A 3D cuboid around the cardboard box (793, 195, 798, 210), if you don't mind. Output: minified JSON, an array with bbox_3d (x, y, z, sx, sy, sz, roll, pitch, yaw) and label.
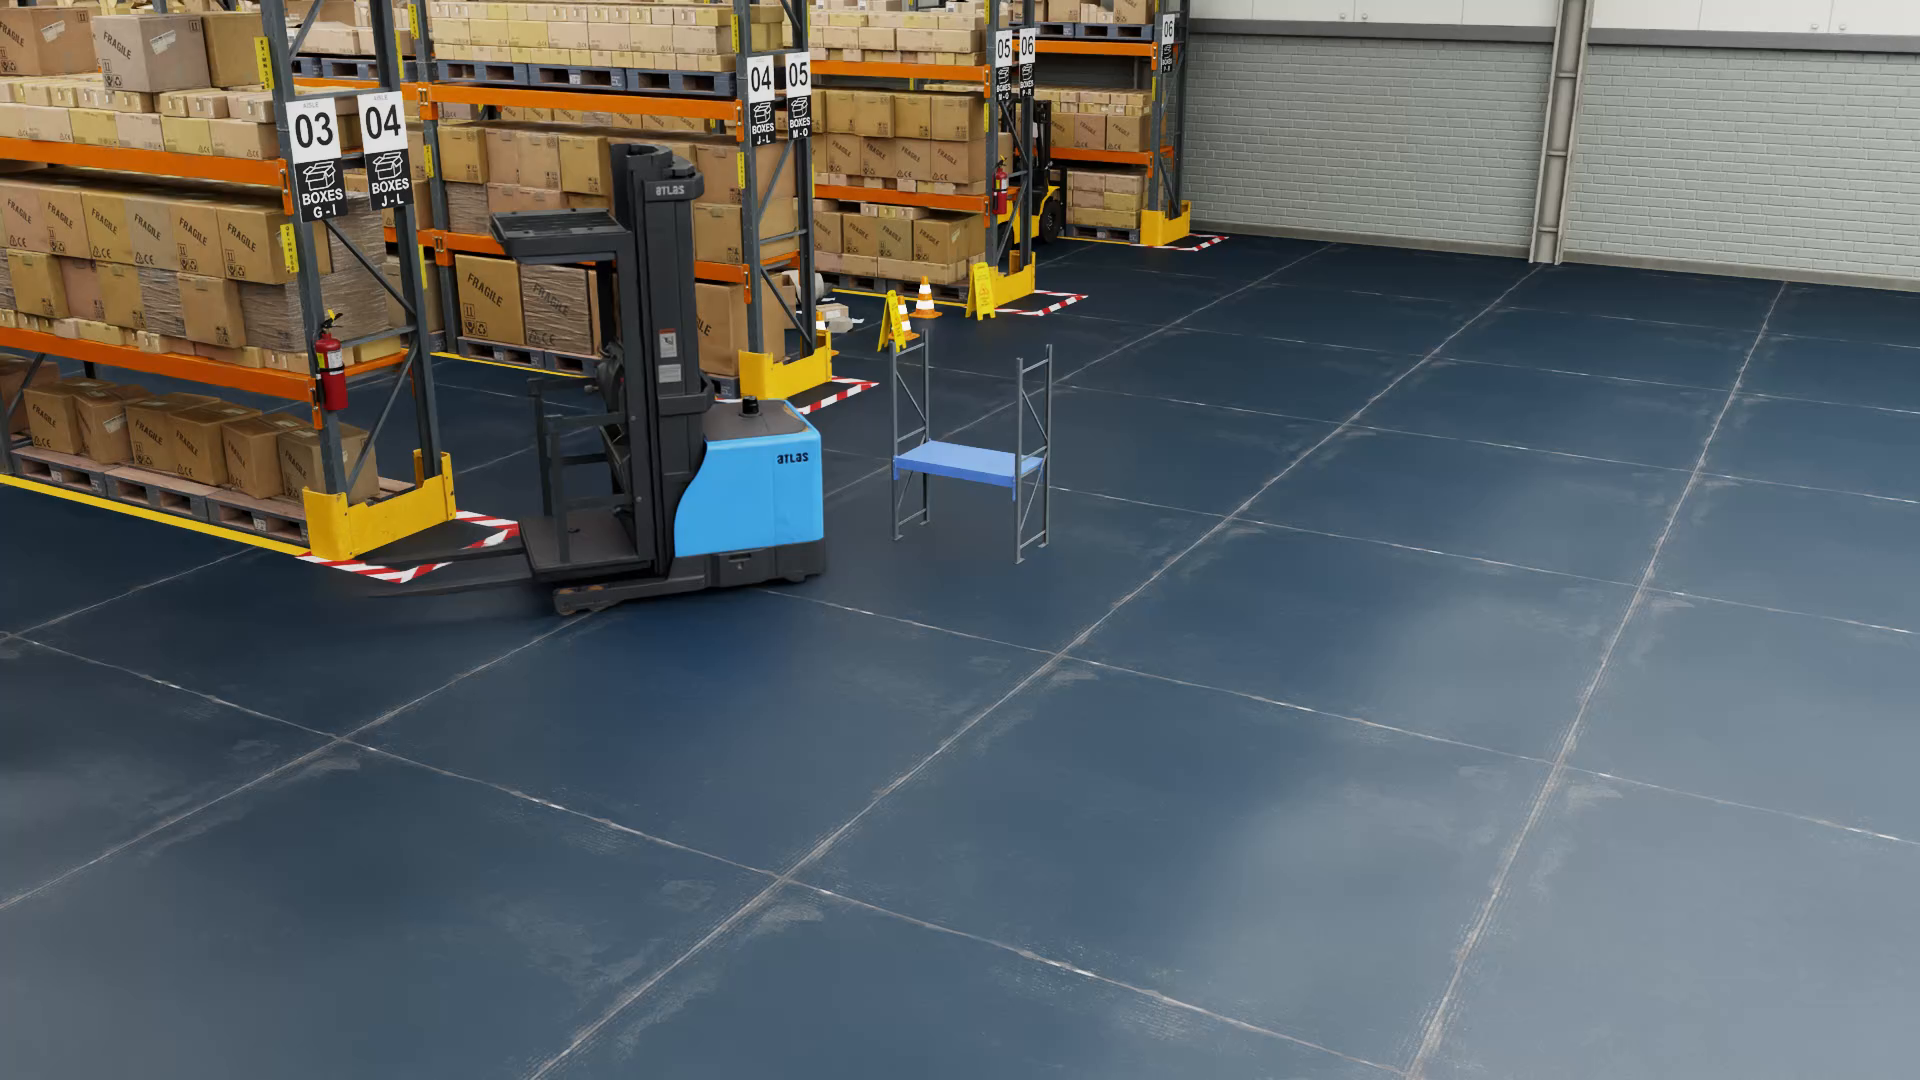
[{"bbox_3d":[-1.984,-4.313,21.221,0.250,0.149,0.380,12,23,29],"label":"cardboard box"}]

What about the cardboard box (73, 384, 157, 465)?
[{"bbox_3d":[-6.896,-0.953,13.644,0.500,0.500,0.500,-17,26,-39],"label":"cardboard box"}]

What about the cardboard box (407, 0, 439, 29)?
[{"bbox_3d":[-7.346,-7.480,23.427,0.500,0.500,0.700,10,22,25],"label":"cardboard box"}]

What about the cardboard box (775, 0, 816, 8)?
[{"bbox_3d":[-2.569,-8.535,26.188,0.500,0.500,0.500,11,23,29],"label":"cardboard box"}]

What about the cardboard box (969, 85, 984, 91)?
[{"bbox_3d":[0.329,-6.752,25.045,0.250,0.149,0.380,11,23,28],"label":"cardboard box"}]

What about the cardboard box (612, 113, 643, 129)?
[{"bbox_3d":[-4.293,-5.615,22.247,0.500,0.500,0.500,12,23,29],"label":"cardboard box"}]

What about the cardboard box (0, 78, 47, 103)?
[{"bbox_3d":[-7.103,-3.408,12.598,0.250,0.149,0.380,11,23,28],"label":"cardboard box"}]

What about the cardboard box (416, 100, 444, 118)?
[{"bbox_3d":[-7.419,-6.326,23.792,0.500,0.500,0.500,11,23,28],"label":"cardboard box"}]

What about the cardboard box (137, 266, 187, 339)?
[{"bbox_3d":[-5.615,-1.867,12.530,0.500,0.500,0.875,11,23,27],"label":"cardboard box"}]

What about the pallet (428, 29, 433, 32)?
[{"bbox_3d":[-6.977,-7.130,23.501,1.003,0.211,1.213,12,23,30],"label":"pallet"}]

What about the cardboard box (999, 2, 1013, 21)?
[{"bbox_3d":[0.669,-7.785,24.463,0.258,0.266,0.396,10,22,26],"label":"cardboard box"}]

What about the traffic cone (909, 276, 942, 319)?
[{"bbox_3d":[-0.409,-2.882,19.632,0.334,0.463,0.336,11,23,27],"label":"traffic cone"}]

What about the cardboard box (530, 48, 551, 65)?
[{"bbox_3d":[-3.958,-4.726,16.201,0.250,0.149,0.380,11,23,27],"label":"cardboard box"}]

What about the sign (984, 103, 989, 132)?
[{"bbox_3d":[0.307,-4.918,19.364,0.005,0.325,0.100,11,23,27],"label":"sign"}]

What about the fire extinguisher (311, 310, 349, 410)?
[{"bbox_3d":[-4.362,-1.245,11.511,0.183,0.674,0.296,11,23,27],"label":"fire extinguisher"}]

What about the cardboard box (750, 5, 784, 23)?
[{"bbox_3d":[-1.866,-4.958,15.673,0.250,0.149,0.380,11,23,28],"label":"cardboard box"}]

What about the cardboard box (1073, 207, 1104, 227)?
[{"bbox_3d":[2.019,-4.840,24.726,0.500,0.250,0.500,11,23,27],"label":"cardboard box"}]

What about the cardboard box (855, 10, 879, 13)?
[{"bbox_3d":[-1.113,-6.502,20.692,0.250,0.149,0.380,11,23,28],"label":"cardboard box"}]

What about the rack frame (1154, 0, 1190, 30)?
[{"bbox_3d":[3.013,-8.686,23.114,0.127,3.000,1.000,11,23,27],"label":"rack frame"}]

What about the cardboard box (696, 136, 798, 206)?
[{"bbox_3d":[-2.035,-3.548,15.945,0.550,0.550,0.875,11,23,27],"label":"cardboard box"}]

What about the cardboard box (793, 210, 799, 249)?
[{"bbox_3d":[-2.040,-4.046,21.437,0.500,0.500,0.500,12,23,29],"label":"cardboard box"}]

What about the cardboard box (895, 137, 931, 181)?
[{"bbox_3d":[-0.448,-4.667,20.249,0.500,0.500,0.500,11,23,27],"label":"cardboard box"}]

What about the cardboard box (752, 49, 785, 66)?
[{"bbox_3d":[-1.873,-4.586,15.815,0.250,0.149,0.380,11,23,28],"label":"cardboard box"}]

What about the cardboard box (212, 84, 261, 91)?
[{"bbox_3d":[-5.238,-3.264,12.201,0.250,0.149,0.380,11,23,27],"label":"cardboard box"}]

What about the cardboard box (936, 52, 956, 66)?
[{"bbox_3d":[-0.085,-5.687,19.614,0.250,0.149,0.380,11,23,28],"label":"cardboard box"}]

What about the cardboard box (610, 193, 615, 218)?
[{"bbox_3d":[-2.995,-3.231,16.654,0.550,0.550,0.875,11,23,27],"label":"cardboard box"}]

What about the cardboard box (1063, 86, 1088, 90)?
[{"bbox_3d":[1.742,-6.725,24.972,0.250,0.149,0.380,10,22,26],"label":"cardboard box"}]

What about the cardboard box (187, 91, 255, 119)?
[{"bbox_3d":[-5.094,-3.008,11.496,0.250,0.149,0.380,10,22,25],"label":"cardboard box"}]

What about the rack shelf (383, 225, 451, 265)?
[{"bbox_3d":[-6.968,-3.557,18.826,4.000,0.370,1.077,11,23,27],"label":"rack shelf"}]

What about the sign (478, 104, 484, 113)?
[{"bbox_3d":[-6.656,-6.096,23.074,0.005,0.325,0.100,11,23,27],"label":"sign"}]

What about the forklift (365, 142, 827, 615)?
[{"bbox_3d":[-2.504,-1.085,11.057,3.031,2.935,1.130,-7,21,-18],"label":"forklift"}]

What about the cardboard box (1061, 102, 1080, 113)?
[{"bbox_3d":[1.672,-6.362,24.407,0.250,0.149,0.380,10,22,26],"label":"cardboard box"}]

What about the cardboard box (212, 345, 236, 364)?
[{"bbox_3d":[-5.259,-1.419,12.247,0.250,0.149,0.380,11,23,27],"label":"cardboard box"}]

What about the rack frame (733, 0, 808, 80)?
[{"bbox_3d":[-1.730,-5.717,14.929,0.127,3.000,1.000,11,23,27],"label":"rack frame"}]

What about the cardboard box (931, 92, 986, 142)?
[{"bbox_3d":[0.043,-5.064,19.878,0.500,0.500,0.700,10,22,26],"label":"cardboard box"}]

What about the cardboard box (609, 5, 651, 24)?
[{"bbox_3d":[-3.075,-4.932,15.601,0.250,0.149,0.380,11,23,28],"label":"cardboard box"}]

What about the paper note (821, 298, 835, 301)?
[{"bbox_3d":[-1.626,-2.972,20.512,0.148,0.019,0.142,3,20,9],"label":"paper note"}]

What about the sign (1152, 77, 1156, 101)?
[{"bbox_3d":[2.736,-6.362,23.460,0.005,0.325,0.100,11,23,27],"label":"sign"}]

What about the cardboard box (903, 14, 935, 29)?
[{"bbox_3d":[-0.478,-6.171,19.780,0.250,0.149,0.380,11,23,28],"label":"cardboard box"}]

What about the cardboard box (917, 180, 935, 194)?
[{"bbox_3d":[-0.324,-4.326,20.260,0.250,0.149,0.380,10,22,26],"label":"cardboard box"}]

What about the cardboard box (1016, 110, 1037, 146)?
[{"bbox_3d":[1.115,-6.171,24.831,0.500,0.500,0.500,11,23,28],"label":"cardboard box"}]

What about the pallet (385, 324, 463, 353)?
[{"bbox_3d":[-5.933,-2.357,18.554,1.213,0.211,1.003,11,23,27],"label":"pallet"}]

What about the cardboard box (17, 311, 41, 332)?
[{"bbox_3d":[-7.245,-1.780,13.242,0.250,0.149,0.380,11,23,27],"label":"cardboard box"}]

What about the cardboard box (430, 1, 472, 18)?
[{"bbox_3d":[-5.070,-5.312,16.647,0.250,0.149,0.380,11,23,28],"label":"cardboard box"}]

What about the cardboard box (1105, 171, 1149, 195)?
[{"bbox_3d":[2.459,-5.224,24.318,0.500,0.250,0.500,12,23,29],"label":"cardboard box"}]

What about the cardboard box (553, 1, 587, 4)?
[{"bbox_3d":[-3.863,-5.339,16.723,0.250,0.149,0.380,11,23,27],"label":"cardboard box"}]

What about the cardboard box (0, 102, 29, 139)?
[{"bbox_3d":[-6.997,-3.204,12.621,0.500,0.250,0.500,11,22,27],"label":"cardboard box"}]

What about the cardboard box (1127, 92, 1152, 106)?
[{"bbox_3d":[2.598,-6.354,23.949,0.250,0.149,0.380,11,23,27],"label":"cardboard box"}]

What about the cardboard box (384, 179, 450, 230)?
[{"bbox_3d":[-5.808,-3.616,17.789,0.500,0.500,0.500,11,22,27],"label":"cardboard box"}]

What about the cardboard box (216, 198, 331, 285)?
[{"bbox_3d":[-4.838,-2.112,11.739,0.500,0.500,0.500,11,23,27],"label":"cardboard box"}]

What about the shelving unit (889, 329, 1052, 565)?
[{"bbox_3d":[0.074,-0.691,12.070,1.048,1.500,0.538,11,23,27],"label":"shelving unit"}]
